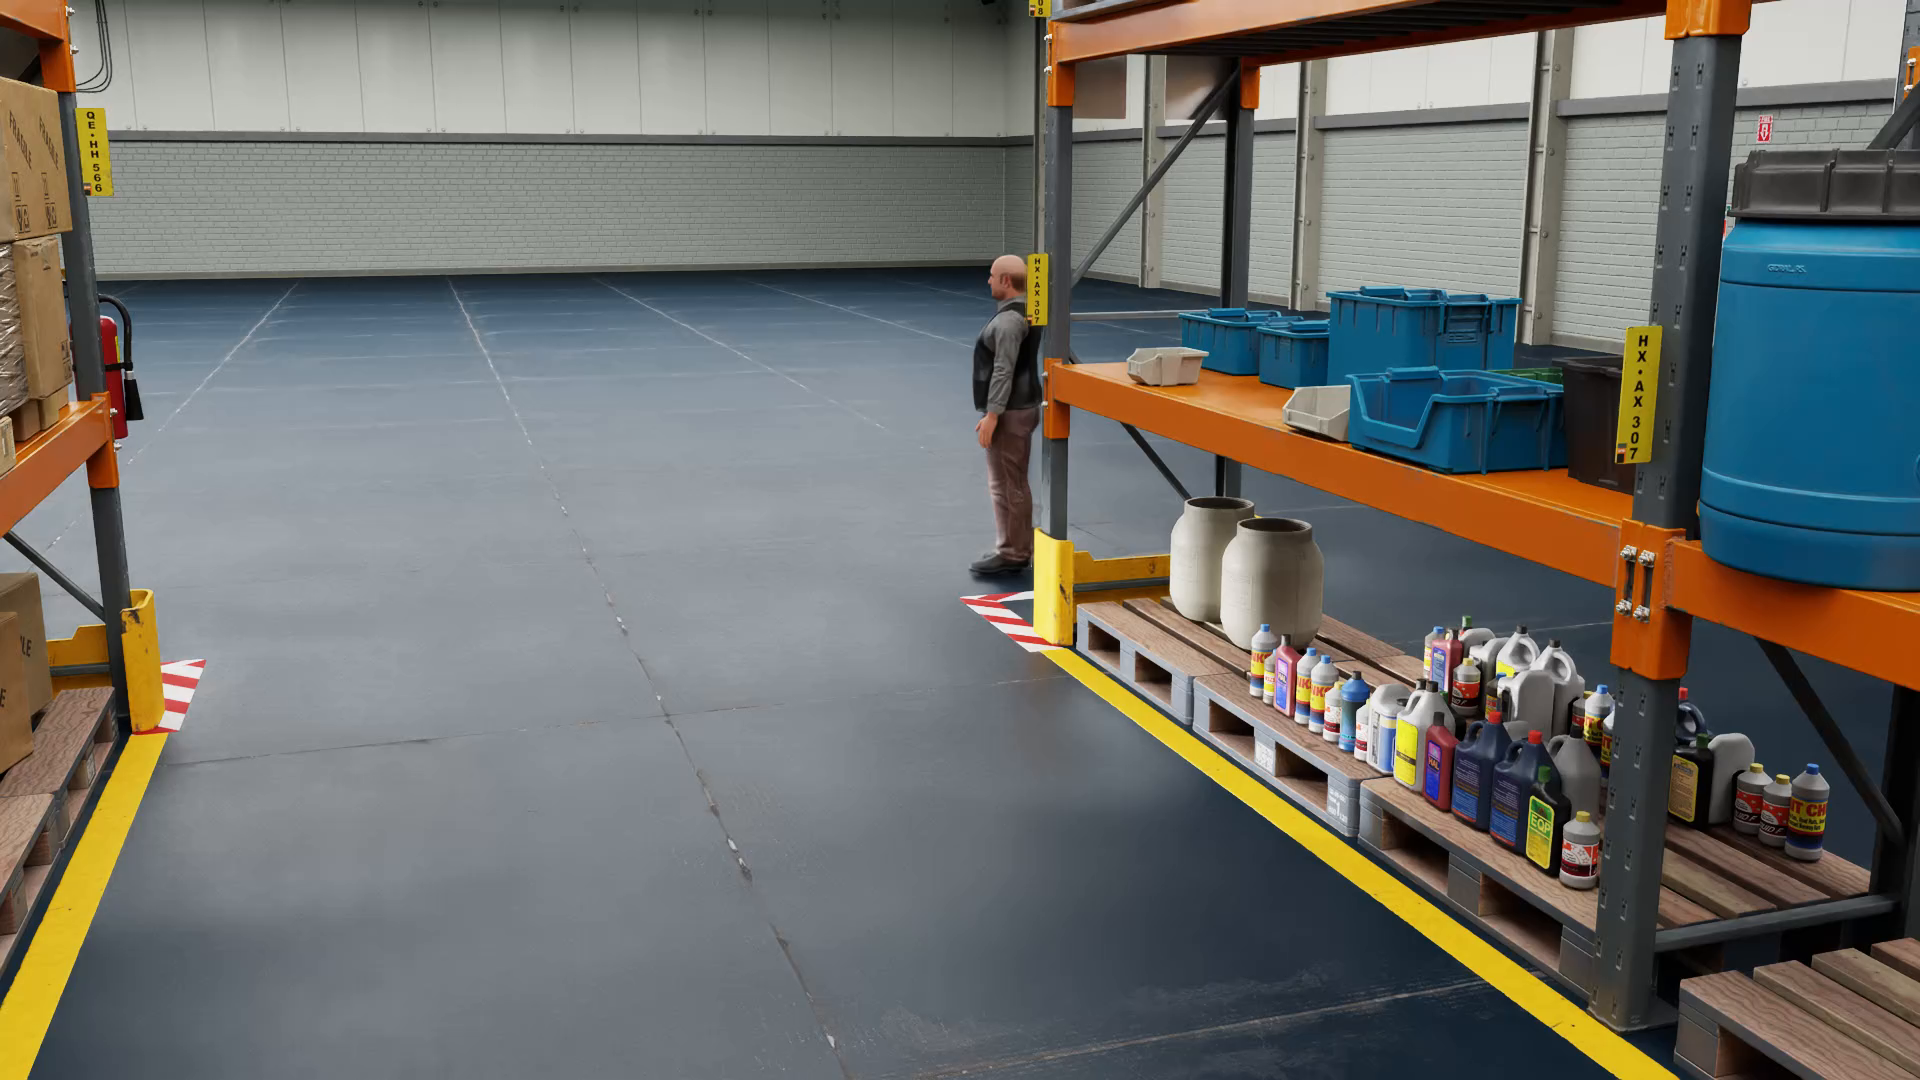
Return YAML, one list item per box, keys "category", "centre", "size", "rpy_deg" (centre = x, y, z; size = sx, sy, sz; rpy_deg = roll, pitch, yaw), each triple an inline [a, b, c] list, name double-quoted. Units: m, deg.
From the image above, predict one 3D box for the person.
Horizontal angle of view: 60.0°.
- category: "person"
  centre: [0.257, -0.681, 9.056]
  size: [0.369, 1.723, 0.561]
  rpy_deg: [3, 13, 14]
